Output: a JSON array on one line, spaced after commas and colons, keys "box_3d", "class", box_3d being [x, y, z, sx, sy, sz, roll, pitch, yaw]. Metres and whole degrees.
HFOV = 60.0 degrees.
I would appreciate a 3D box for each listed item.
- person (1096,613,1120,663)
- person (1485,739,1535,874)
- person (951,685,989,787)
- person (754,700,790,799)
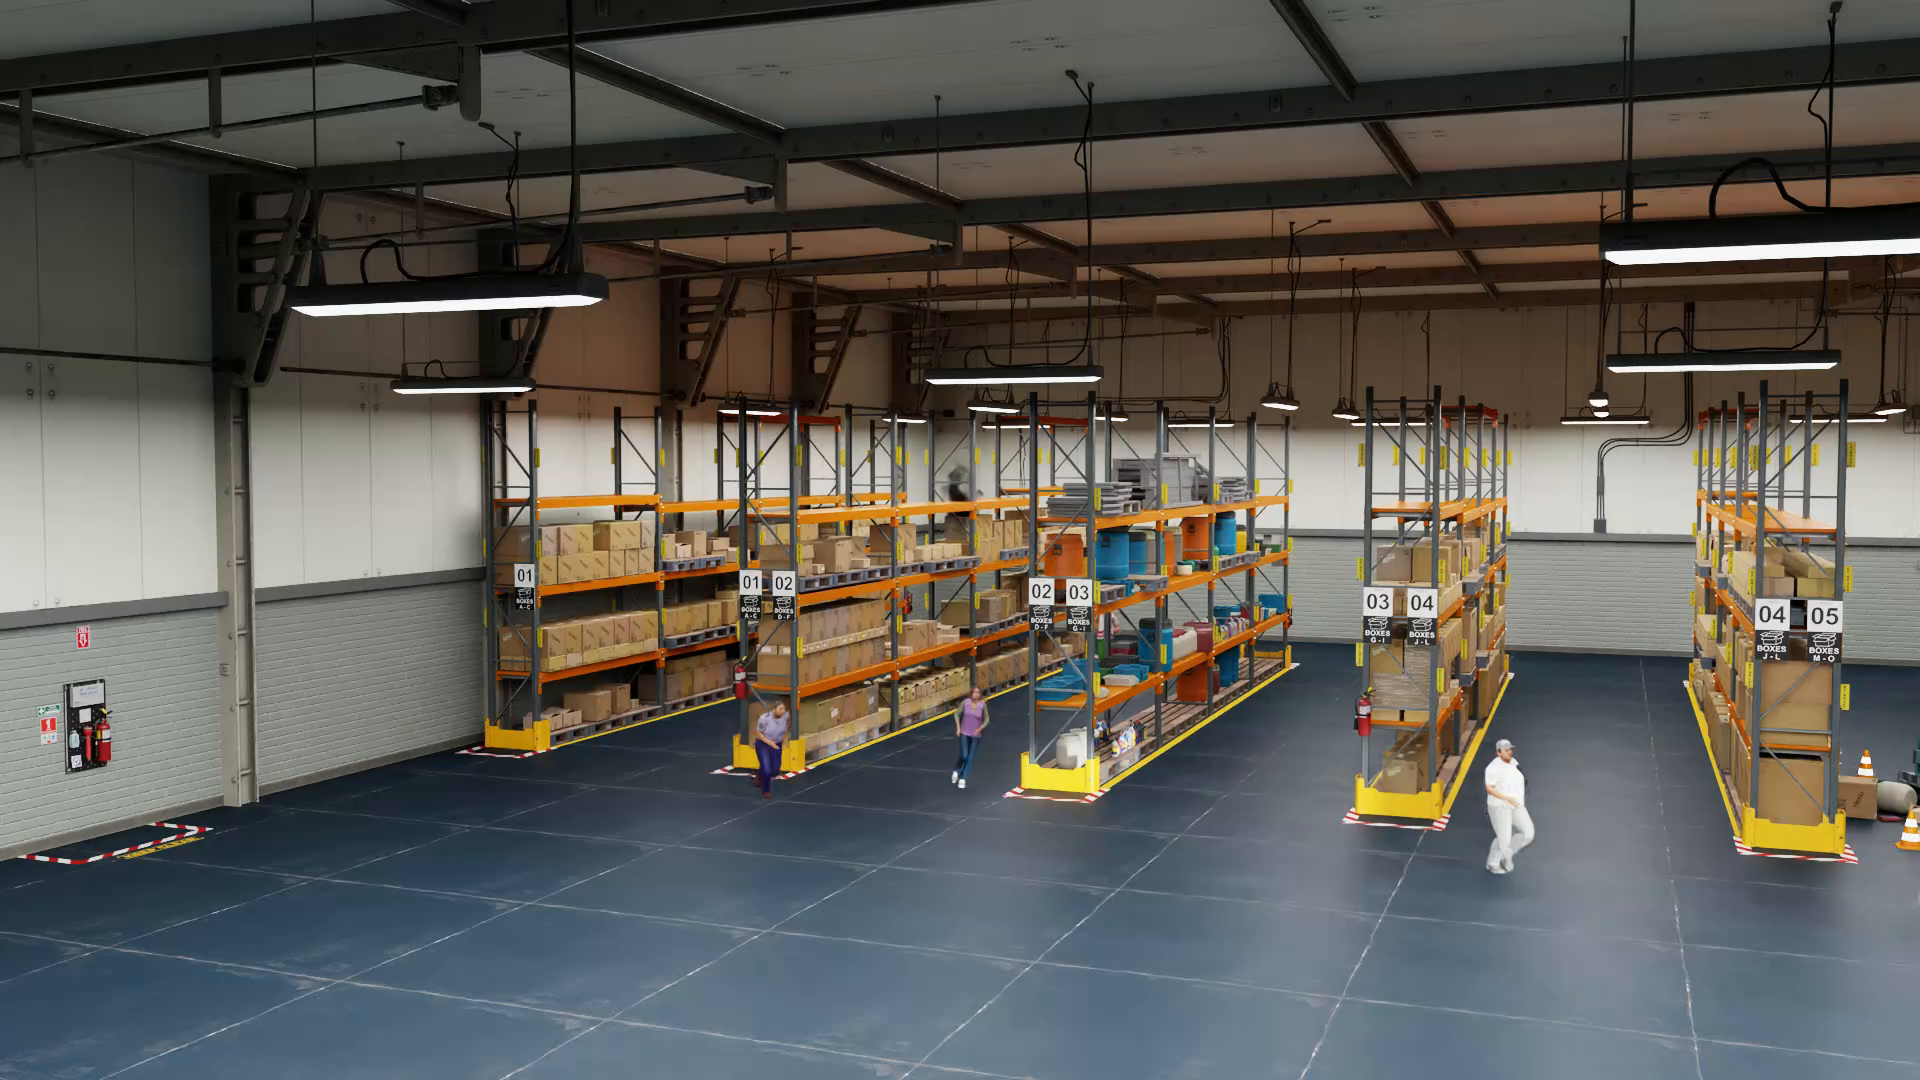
[{"box_3d": [3.270, 2.261, 37.651, 0.690, 1.761, 0.885, 1, 3, 15], "class": "person"}, {"box_3d": [6.579, 3.202, 19.950, 0.618, 1.627, 0.570, -1, 3, -27], "class": "person"}, {"box_3d": [0.163, 2.983, 25.257, 0.573, 1.553, 0.481, 0, 3, -4], "class": "person"}, {"box_3d": [-2.776, 3.063, 24.507, 0.608, 1.500, 0.821, -2, 3, -35], "class": "person"}]
